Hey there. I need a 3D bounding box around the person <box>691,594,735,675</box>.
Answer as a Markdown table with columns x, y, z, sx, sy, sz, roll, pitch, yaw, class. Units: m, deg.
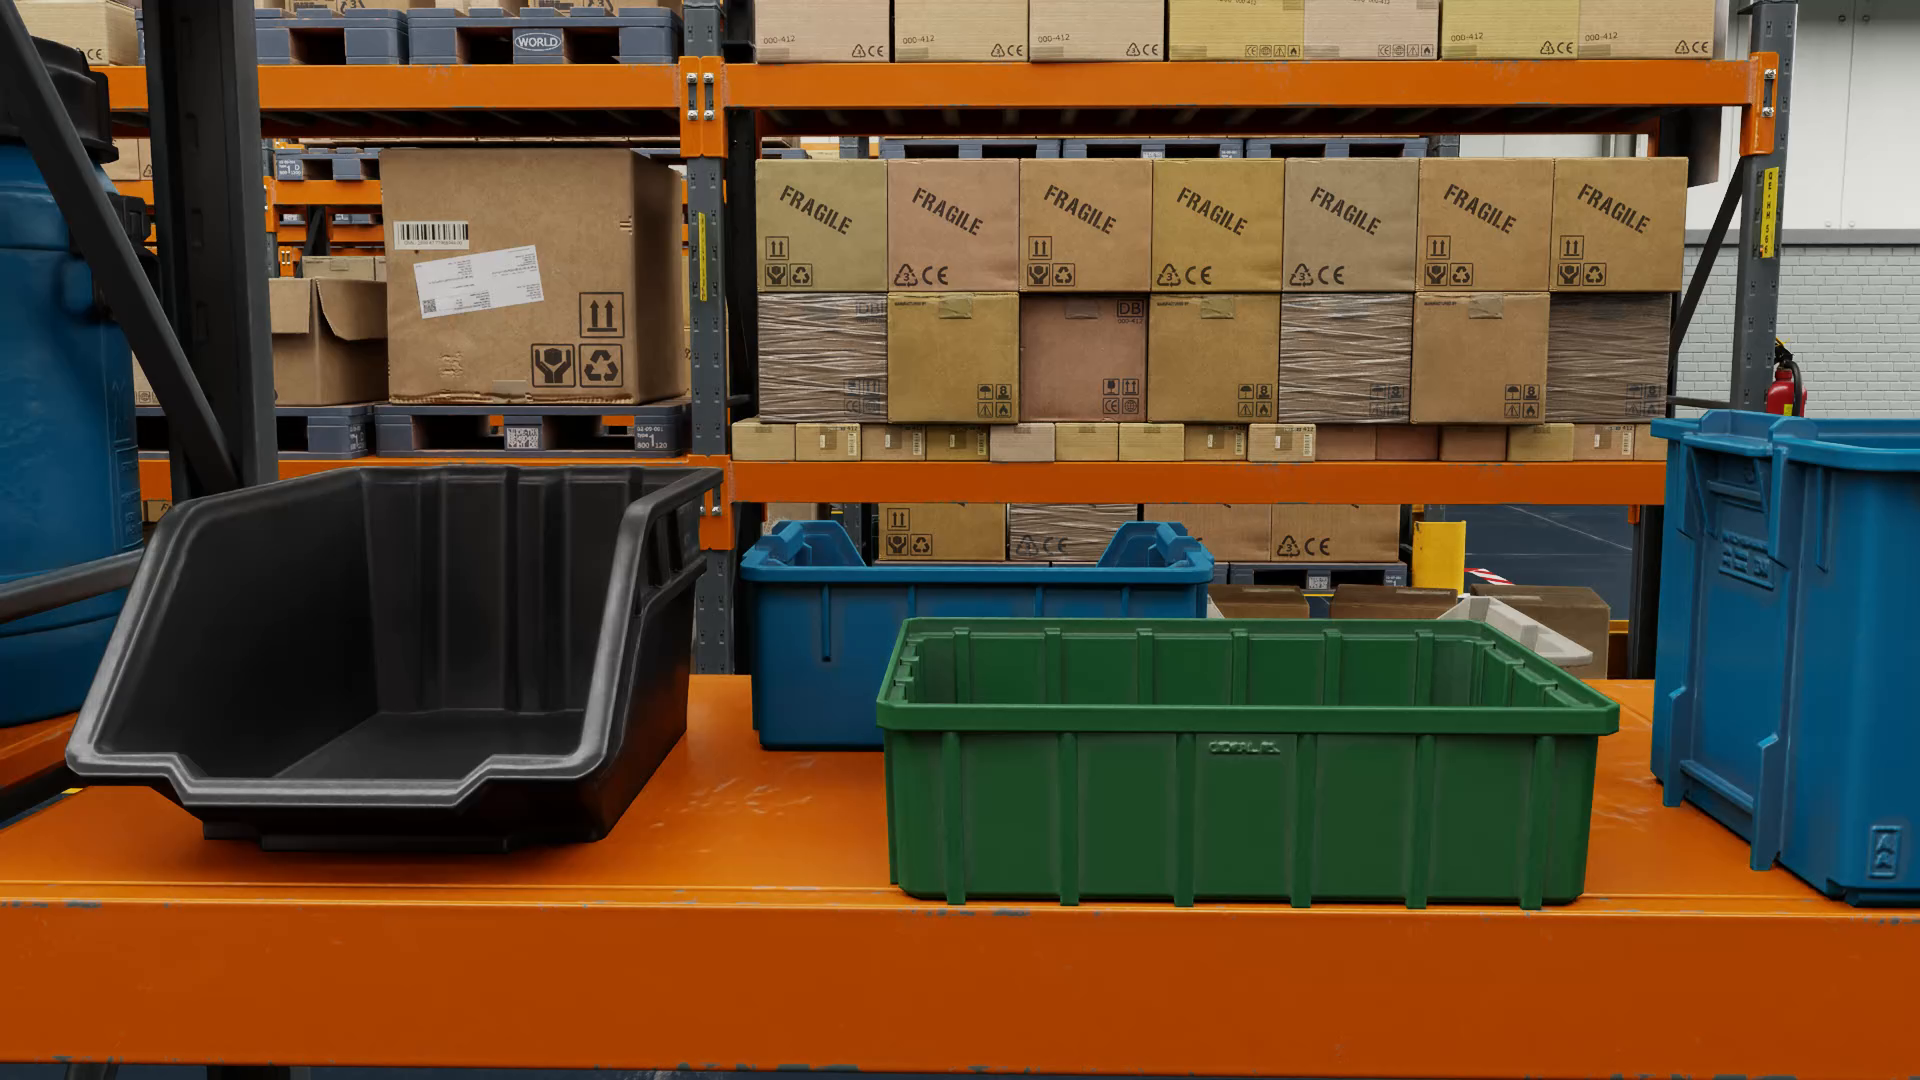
| x | y | z | sx | sy | sz | roll | pitch | yaw | class |
| --- | --- | --- | --- | --- | --- | --- | --- | --- | --- |
| -1.191 | 0.372 | 8.509 | 0.912 | 0.770 | 0.462 | -2 | 8 | -14 | person |
